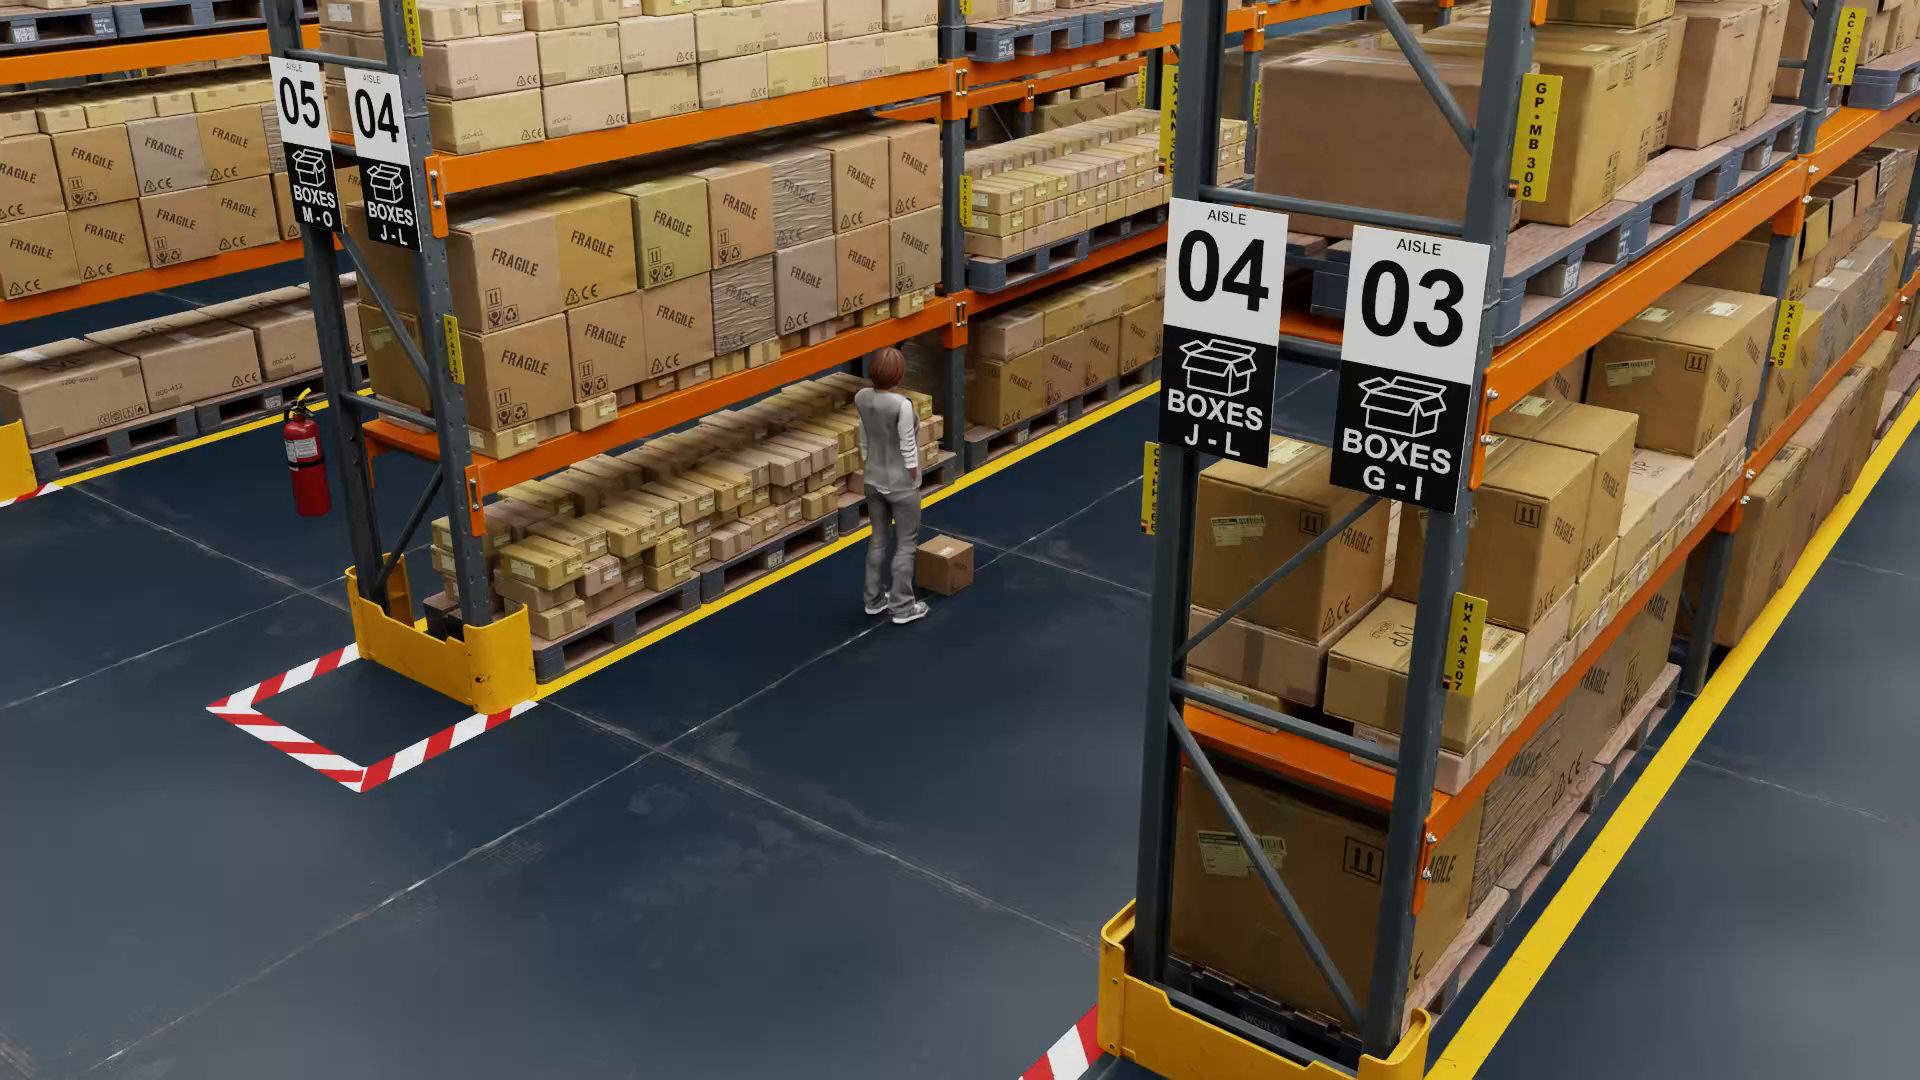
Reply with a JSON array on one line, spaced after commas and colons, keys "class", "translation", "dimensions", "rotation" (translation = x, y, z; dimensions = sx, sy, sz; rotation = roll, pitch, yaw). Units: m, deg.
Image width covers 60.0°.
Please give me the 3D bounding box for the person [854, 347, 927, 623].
[{"class": "person", "translation": [-0.396, -0.310, 9.323], "dimensions": [0.406, 1.593, 0.306], "rotation": [18, 29, 34]}]
